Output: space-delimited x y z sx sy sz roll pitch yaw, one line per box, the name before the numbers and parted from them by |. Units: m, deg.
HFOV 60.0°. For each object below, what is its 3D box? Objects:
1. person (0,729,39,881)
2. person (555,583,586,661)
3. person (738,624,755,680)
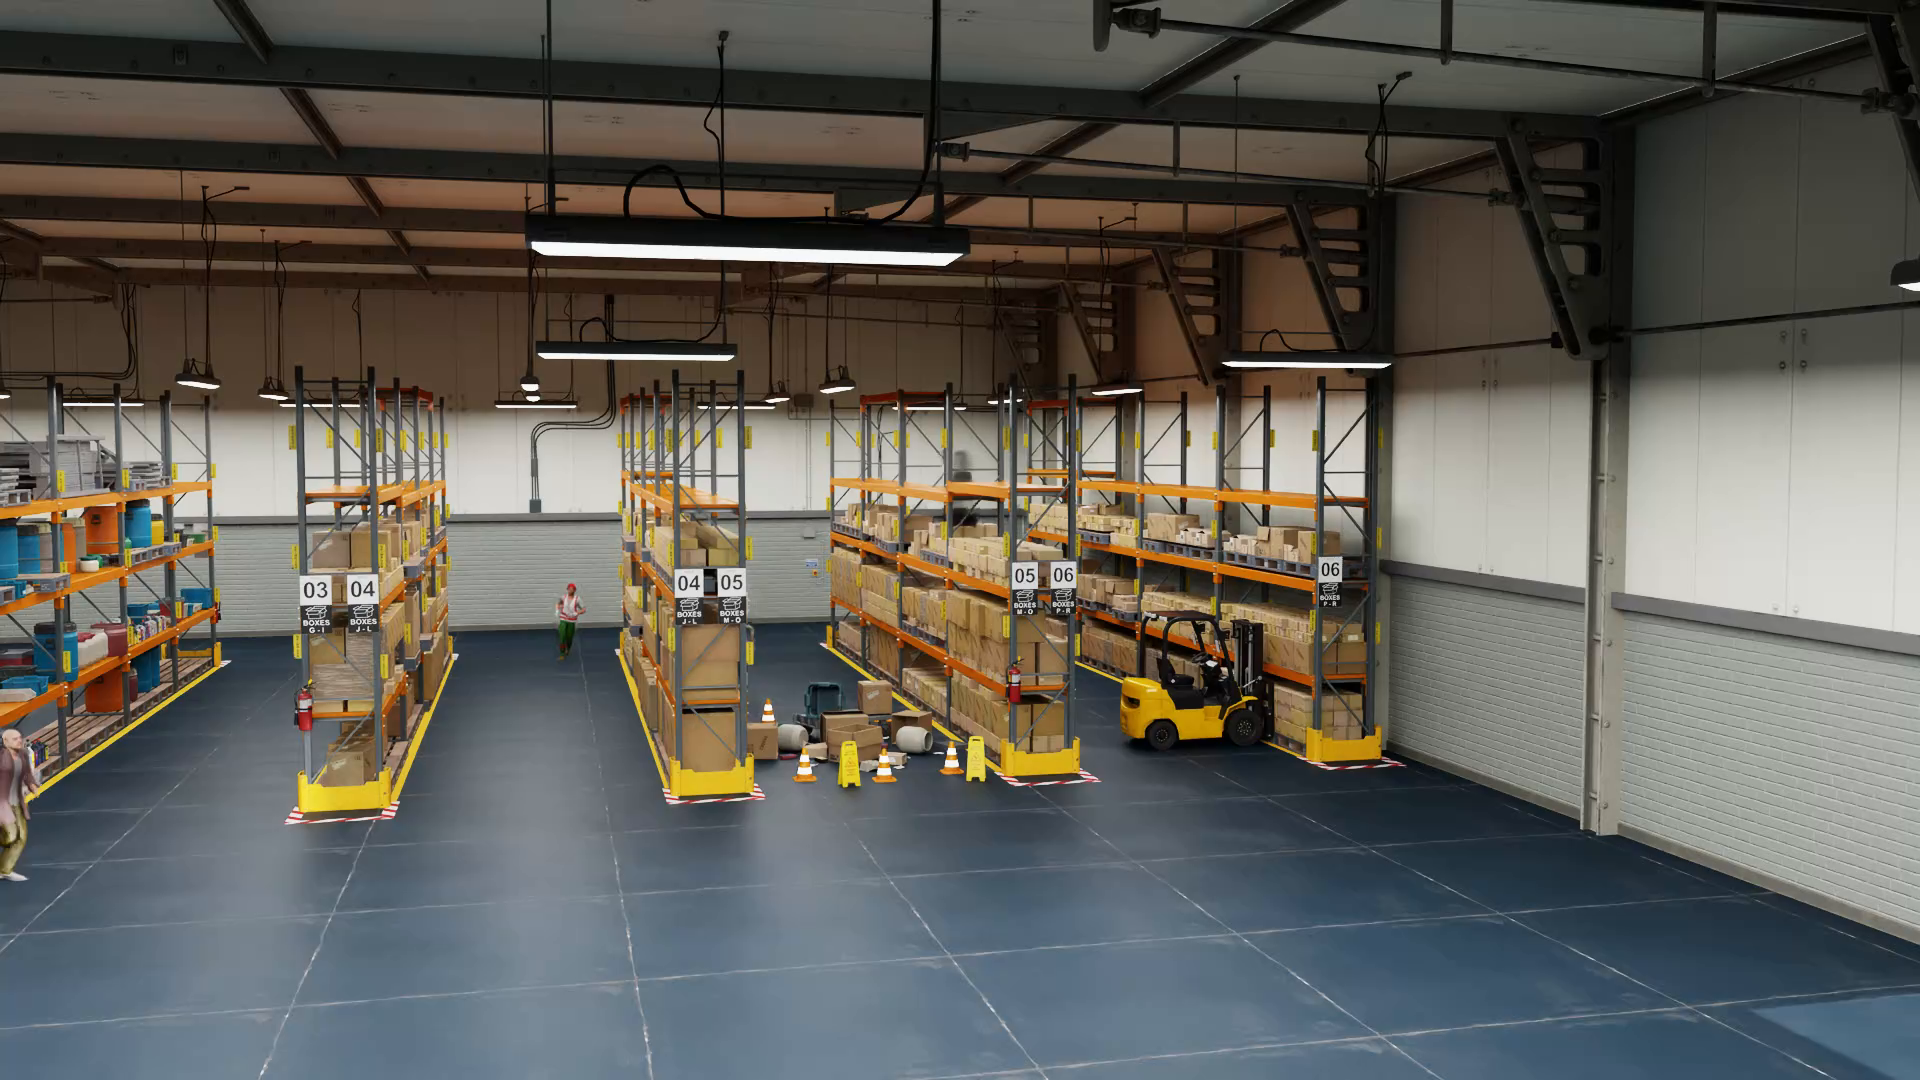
person | -10.907 3.025 18.978 0.738 1.734 0.752 1 4 16
person | -8.938 1.870 38.140 0.704 1.763 0.847 0 3 -1
person | -4.405 2.230 33.258 0.526 1.523 0.825 -2 4 -24
